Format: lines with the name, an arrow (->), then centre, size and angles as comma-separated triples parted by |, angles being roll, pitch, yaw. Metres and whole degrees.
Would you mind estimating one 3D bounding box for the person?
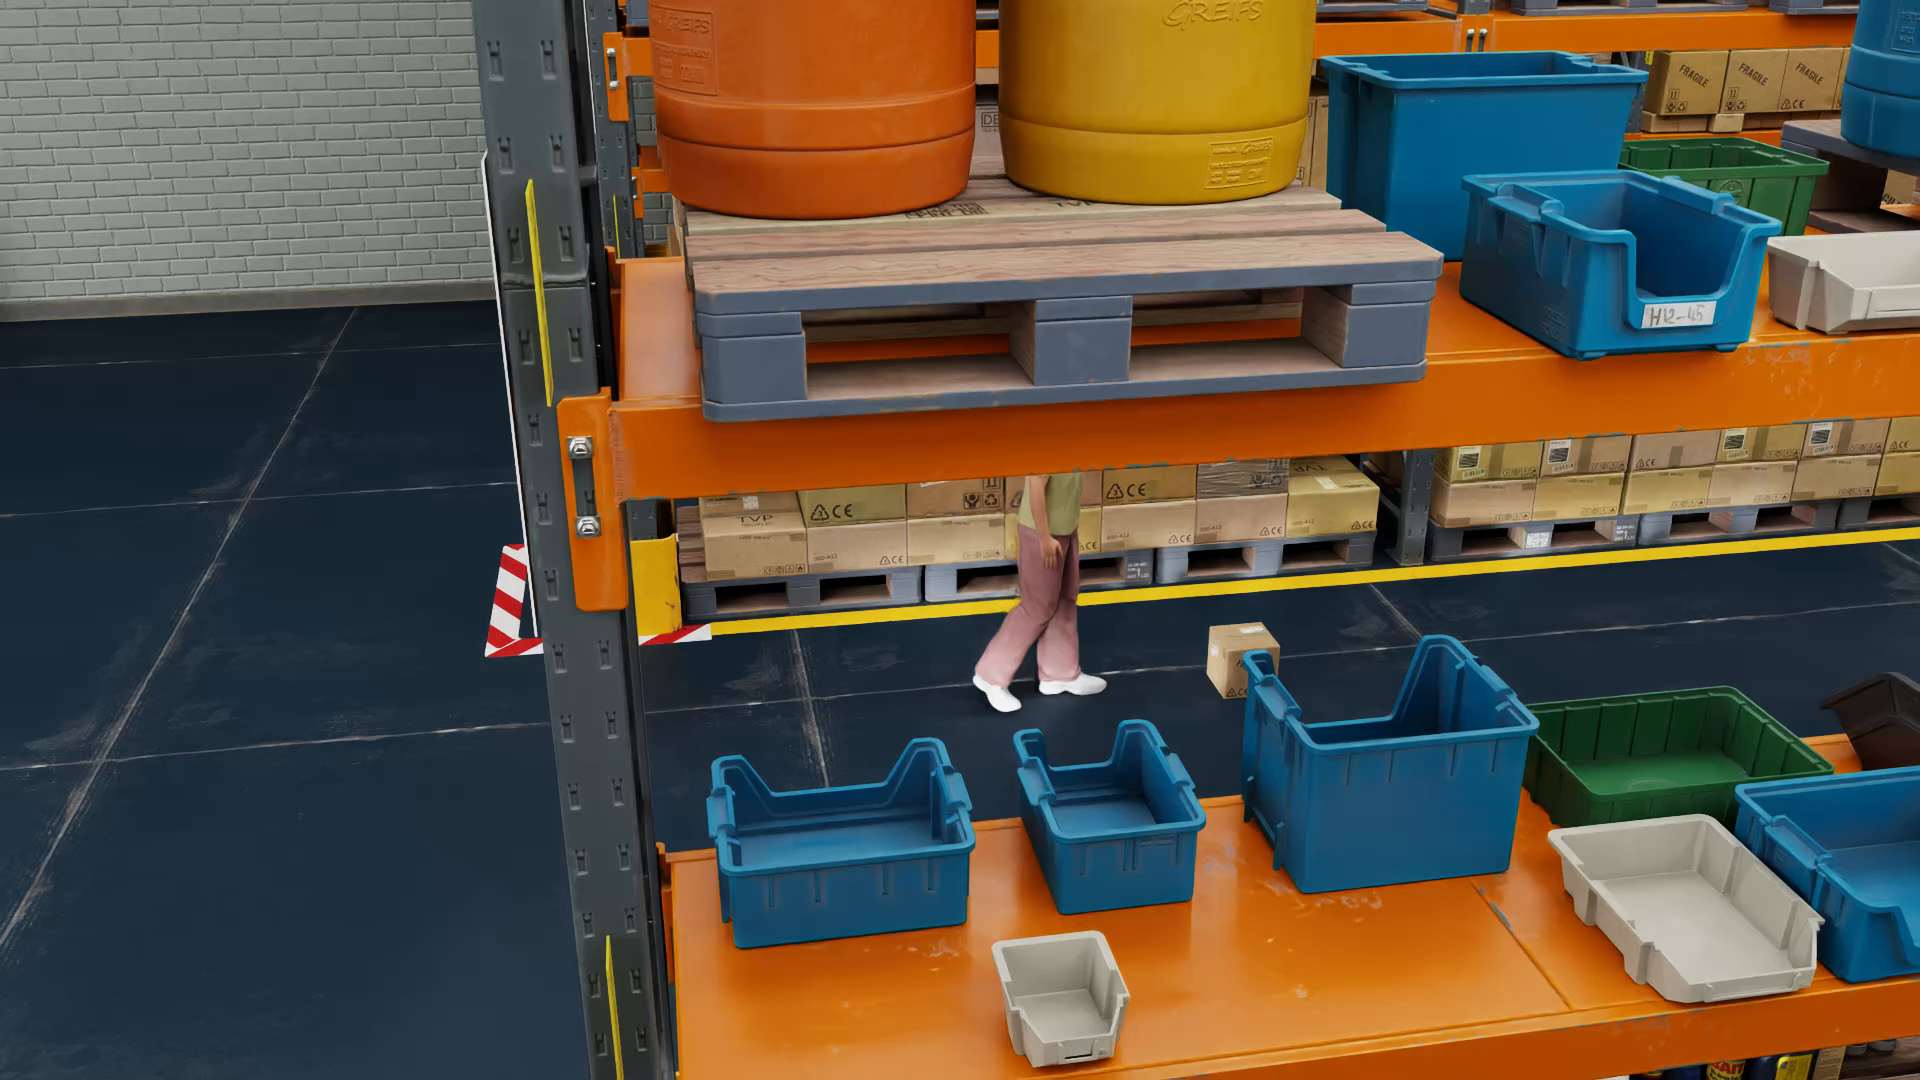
person -> 0.360, -0.059, 7.231 | 0.591, 1.673, 0.484 | 5, 24, 11
